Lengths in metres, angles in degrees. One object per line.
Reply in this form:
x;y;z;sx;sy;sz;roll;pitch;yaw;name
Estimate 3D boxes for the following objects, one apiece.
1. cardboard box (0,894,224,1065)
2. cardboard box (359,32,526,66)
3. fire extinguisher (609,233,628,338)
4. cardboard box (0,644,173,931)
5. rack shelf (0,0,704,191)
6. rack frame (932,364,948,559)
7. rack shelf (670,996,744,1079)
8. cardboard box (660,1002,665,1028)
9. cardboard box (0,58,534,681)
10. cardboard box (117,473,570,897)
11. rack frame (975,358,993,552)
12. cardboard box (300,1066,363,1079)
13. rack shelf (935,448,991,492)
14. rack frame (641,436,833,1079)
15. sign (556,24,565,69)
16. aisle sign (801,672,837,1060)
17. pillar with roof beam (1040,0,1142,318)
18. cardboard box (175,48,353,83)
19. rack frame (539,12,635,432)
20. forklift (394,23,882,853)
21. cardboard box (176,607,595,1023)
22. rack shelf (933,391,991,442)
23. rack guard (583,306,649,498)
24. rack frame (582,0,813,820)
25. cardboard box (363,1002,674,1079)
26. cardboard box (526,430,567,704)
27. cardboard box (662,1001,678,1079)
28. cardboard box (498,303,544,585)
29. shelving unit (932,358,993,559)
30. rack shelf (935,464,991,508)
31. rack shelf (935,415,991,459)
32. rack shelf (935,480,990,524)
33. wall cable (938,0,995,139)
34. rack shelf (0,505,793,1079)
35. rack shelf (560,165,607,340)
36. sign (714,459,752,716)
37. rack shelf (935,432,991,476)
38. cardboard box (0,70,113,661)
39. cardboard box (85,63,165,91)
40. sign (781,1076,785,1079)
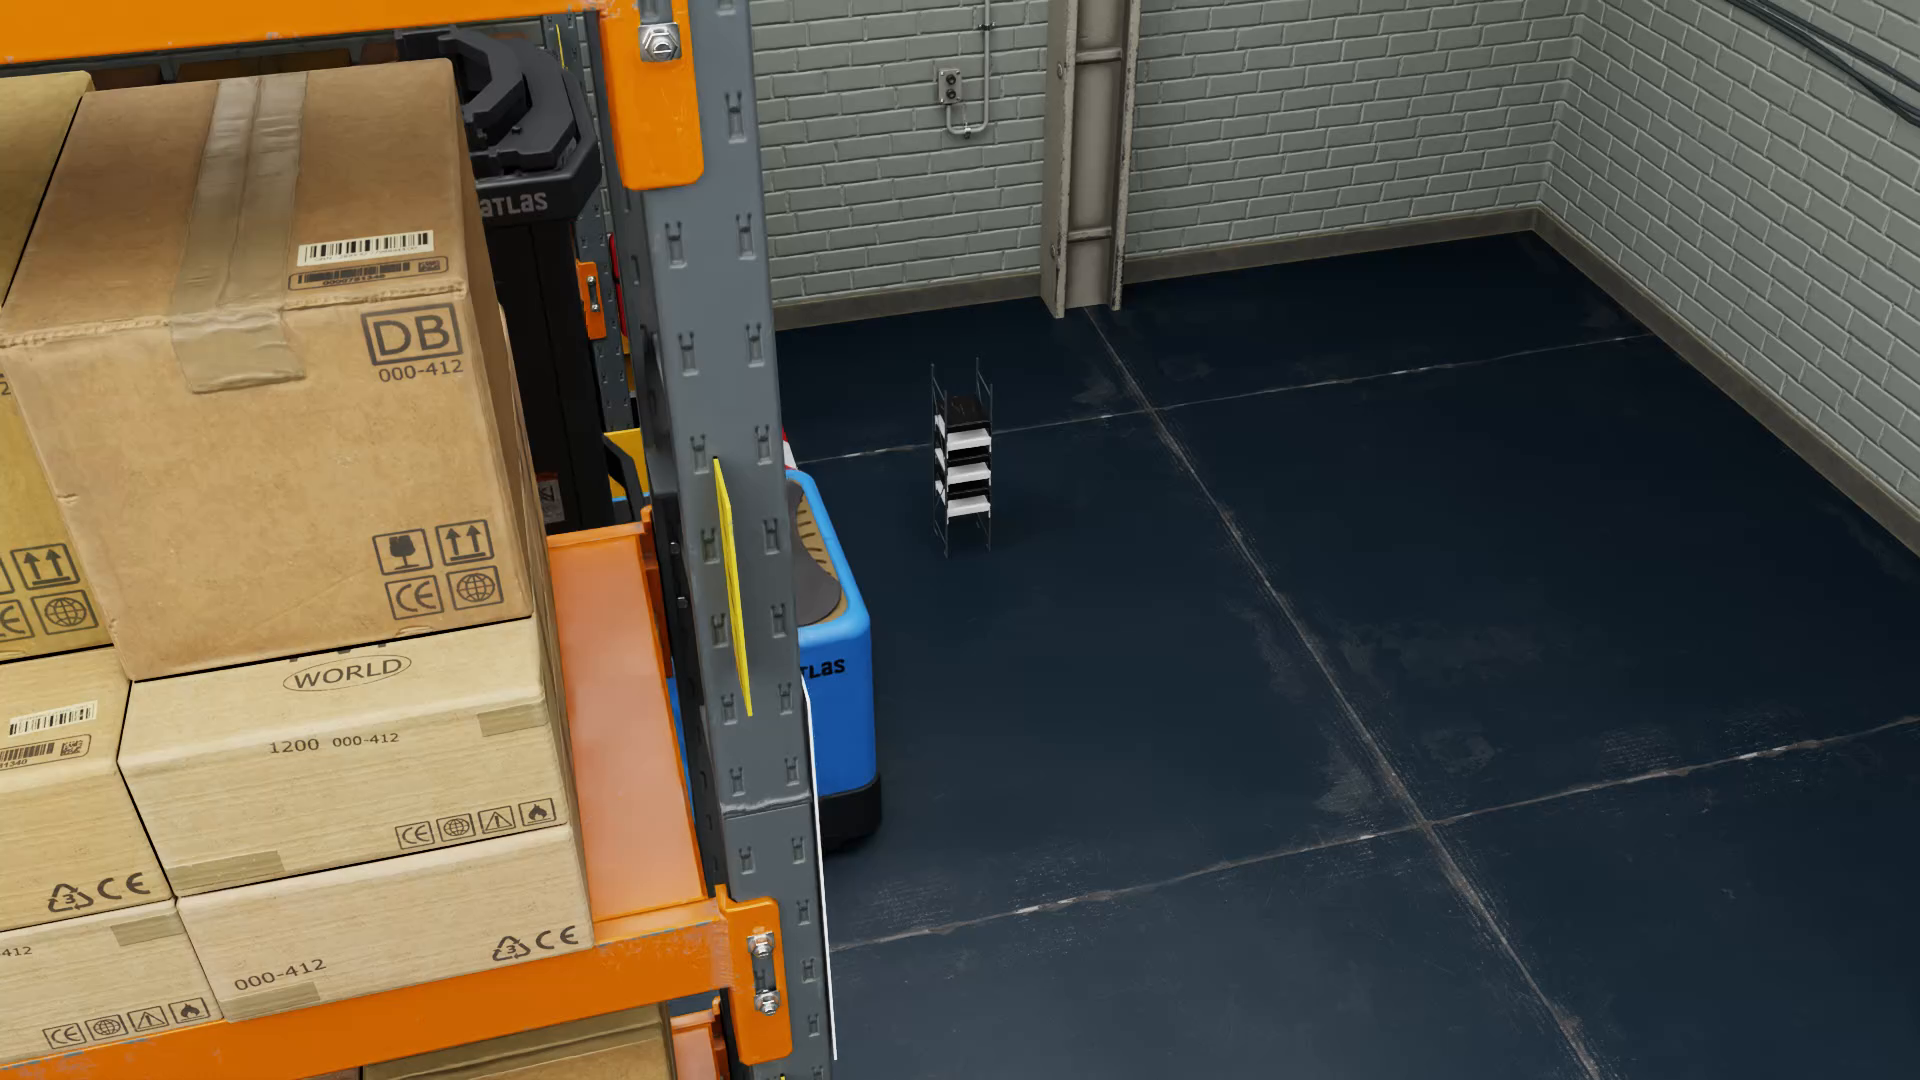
-1.311;0.453;2.343;0.500;0.250;0.500;-9;38;-12;cardboard box
-2.183;-1.661;7.206;0.700;0.700;0.980;-8;38;-10;cardboard box
-1.427;-1.203;7.225;0.183;0.674;0.296;-9;38;-12;fire extinguisher
-1.310;0.256;2.189;0.500;0.250;0.500;-9;38;-12;cardboard box
-2.329;-0.503;1.595;4.000;0.370;1.077;-9;38;-12;rack shelf
-0.090;-0.343;7.457;0.006;0.900;0.240;-9;38;-12;rack frame
-2.329;1.879;3.417;4.000;0.370;1.077;-9;38;-12;rack shelf
-0.895;0.755;3.389;0.500;0.500;0.500;-8;38;-11;cardboard box
-0.890;-0.261;2.248;0.500;0.500;0.700;-9;38;-12;cardboard box
-0.828;0.177;2.293;0.500;0.250;0.500;-9;38;-12;cardboard box
0.106;-0.375;7.499;0.006;0.900;0.240;-9;38;-12;rack frame
-1.244;1.152;2.870;0.500;0.500;0.500;-8;38;-11;cardboard box
0.008;-0.332;7.499;0.200;0.077;0.258;-9;38;-12;rack shelf
-0.398;1.276;3.613;0.127;3.000;1.000;-9;38;-12;rack frame
-1.565;-1.862;6.568;0.005;0.325;0.100;-9;38;-12;sign
-0.252;0.413;2.602;0.004;0.787;0.394;-9;38;-12;aisle sign
1.810;-2.421;3.509;0.400;9.000;9.100;-9;38;-12;pillar with roof beam
-2.883;-1.539;7.047;0.700;0.700;0.980;-10;38;-12;cardboard box
-1.693;-1.629;7.410;0.127;3.000;1.000;-9;38;-12;rack frame
-1.869;-0.059;5.414;3.031;2.935;1.130;-11;39;-13;forklift
-0.825;0.381;2.438;0.500;0.250;0.500;-9;38;-12;cardboard box
0.008;-0.547;7.334;0.200;0.077;0.258;-9;38;-12;rack shelf
-1.670;-0.640;8.175;0.348;0.500;1.175;-9;38;-12;rack guard
-0.398;-1.106;1.790;0.127;3.000;1.000;-9;38;-12;rack frame
-0.756;1.071;2.976;0.500;0.500;0.500;-10;38;-12;cardboard box
-0.960;0.077;2.835;0.500;0.250;0.500;-9;38;-12;cardboard box
-0.895;1.152;3.693;0.500;0.500;0.500;-9;38;-11;cardboard box
-0.962;-0.125;2.688;0.500;0.250;0.500;-9;38;-12;cardboard box
0.008;-0.359;7.478;0.210;0.900;0.258;-9;38;-12;shelving unit
0.008;-0.261;7.553;0.200;0.077;0.258;-9;38;-12;rack shelf
0.008;-0.475;7.389;0.200;0.077;0.258;-9;38;-12;rack shelf
0.008;-0.189;7.608;0.200;0.077;0.258;-9;38;-12;rack shelf
-0.704;-2.790;8.092;1.851;1.984;0.084;-9;38;-12;wall cable
-2.329;0.687;2.506;4.000;0.370;1.077;-9;38;-12;rack shelf
-3.624;-1.026;7.215;4.000;0.370;1.077;-9;38;-12;rack shelf
-0.273;0.062;2.003;0.005;0.325;0.100;-9;38;-12;sign
0.008;-0.404;7.444;0.200;0.077;0.258;-9;38;-12;rack shelf
-1.395;-0.231;2.210;0.500;0.500;0.700;-9;38;-12;cardboard box
-3.621;-1.424;6.896;0.700;0.700;0.980;-11;39;-14;cardboard box
-0.273;1.020;2.735;0.005;0.325;0.100;-9;38;-12;sign
